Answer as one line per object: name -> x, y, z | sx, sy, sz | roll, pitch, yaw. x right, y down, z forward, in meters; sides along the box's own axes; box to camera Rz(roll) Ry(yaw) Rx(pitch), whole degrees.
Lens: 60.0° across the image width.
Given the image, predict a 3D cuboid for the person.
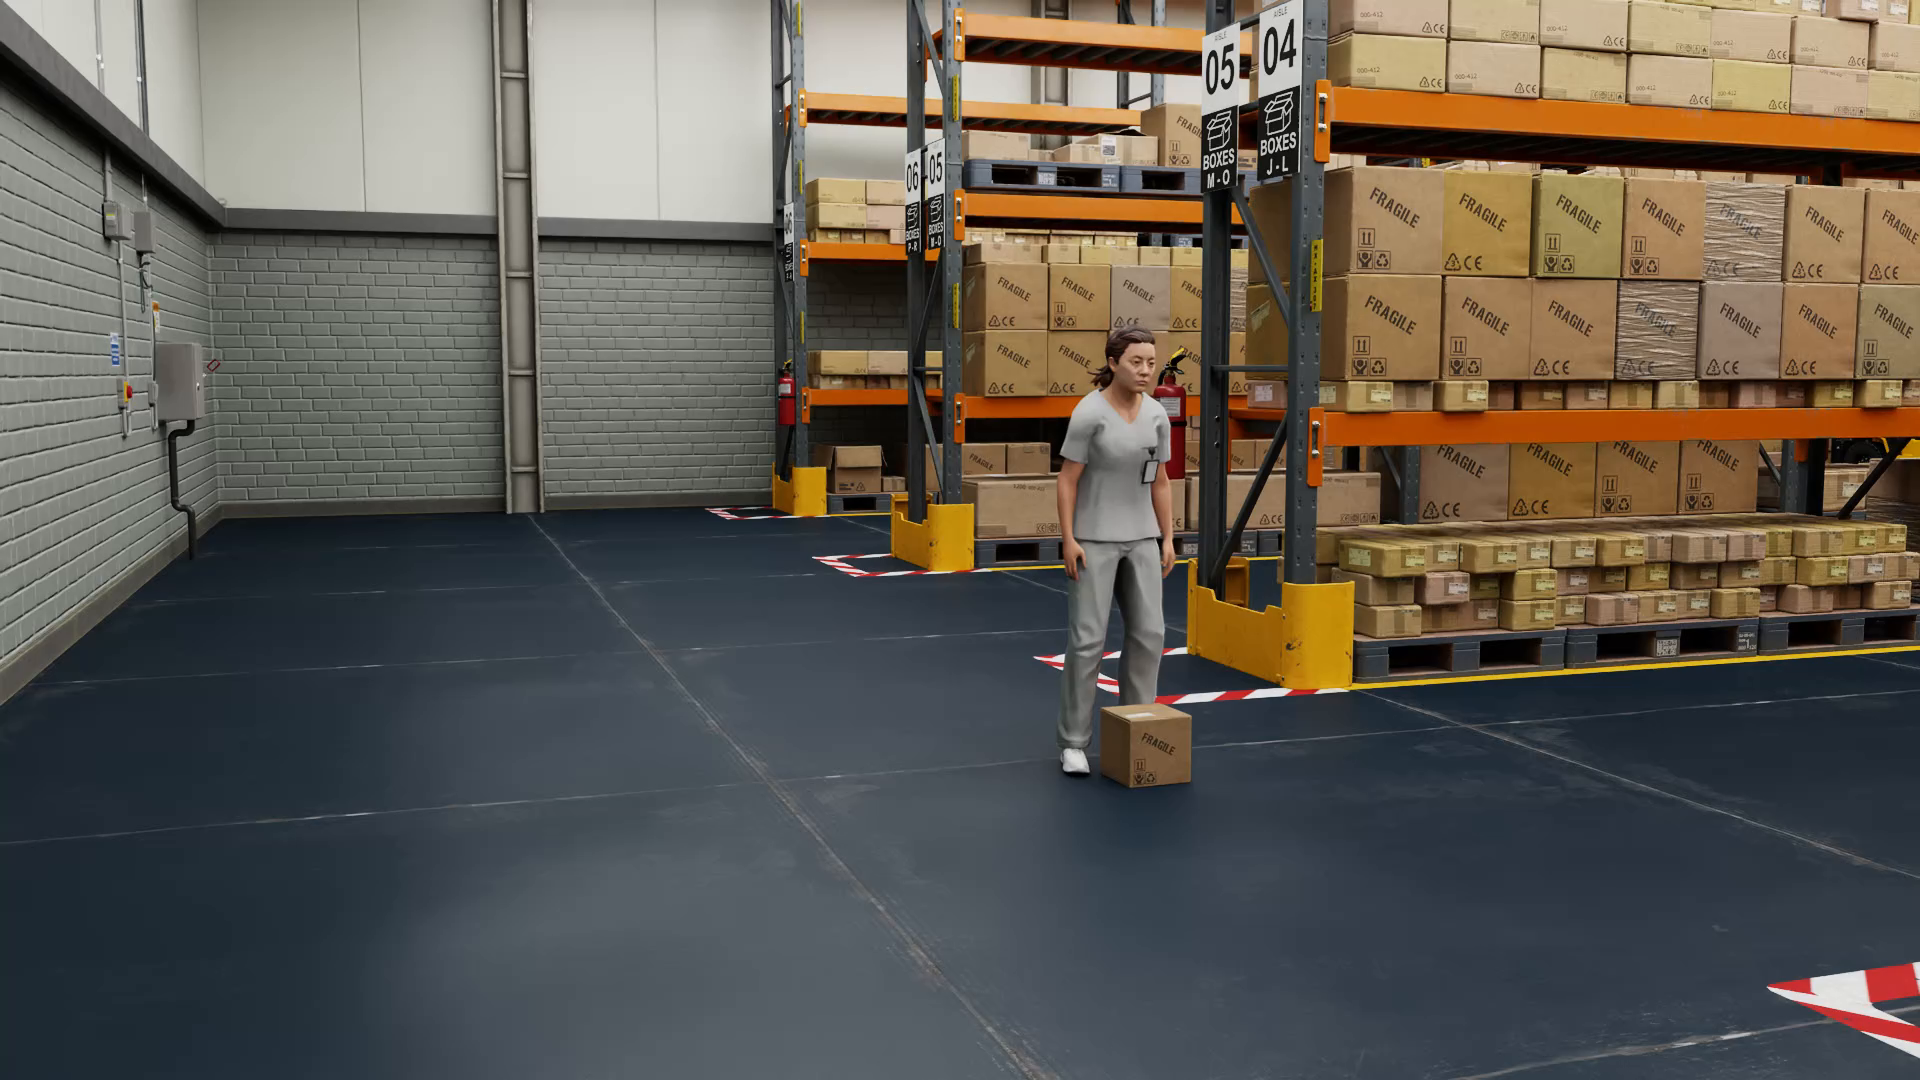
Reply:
person -> 0.597, 0.027, 6.265 | 0.489, 1.673, 0.404 | -2, 6, -19
